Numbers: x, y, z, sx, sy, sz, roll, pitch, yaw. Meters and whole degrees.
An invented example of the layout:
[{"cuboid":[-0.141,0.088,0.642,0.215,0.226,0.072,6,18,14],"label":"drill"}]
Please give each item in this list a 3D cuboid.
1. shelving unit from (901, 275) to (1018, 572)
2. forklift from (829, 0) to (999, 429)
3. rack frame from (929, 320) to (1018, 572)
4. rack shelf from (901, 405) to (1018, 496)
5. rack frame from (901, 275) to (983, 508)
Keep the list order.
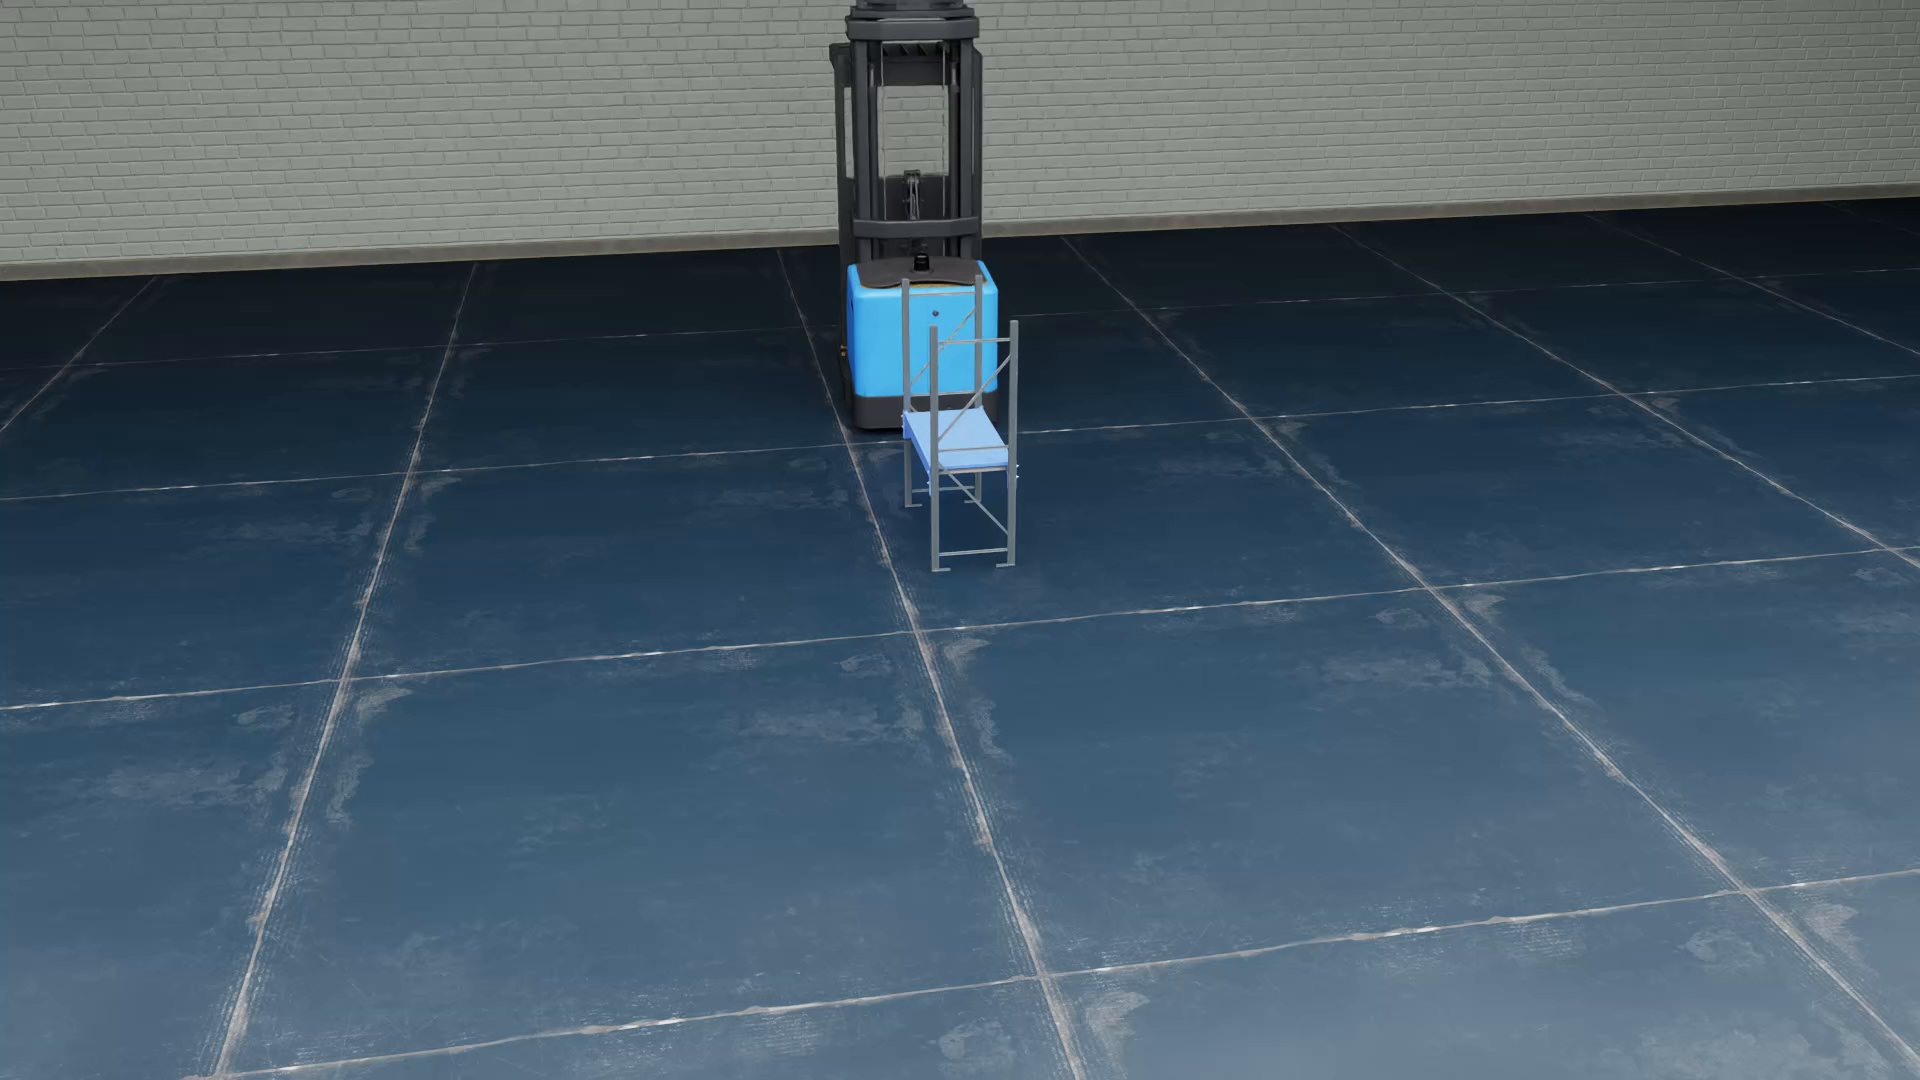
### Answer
[{"cuboid":[-0.016,-0.721,10.027,0.538,1.500,1.048,-4,24,-10],"label":"shelving unit"},{"cuboid":[-0.408,-2.693,12.754,1.130,2.935,3.031,-3,24,-6],"label":"forklift"},{"cuboid":[0.078,-0.521,9.569,0.500,1.500,0.032,-4,24,-10],"label":"rack frame"},{"cuboid":[-0.016,-0.556,10.099,0.538,0.185,1.000,-4,24,-10],"label":"rack shelf"},{"cuboid":[-0.110,-0.921,10.484,0.500,1.500,0.032,-4,24,-10],"label":"rack frame"}]
